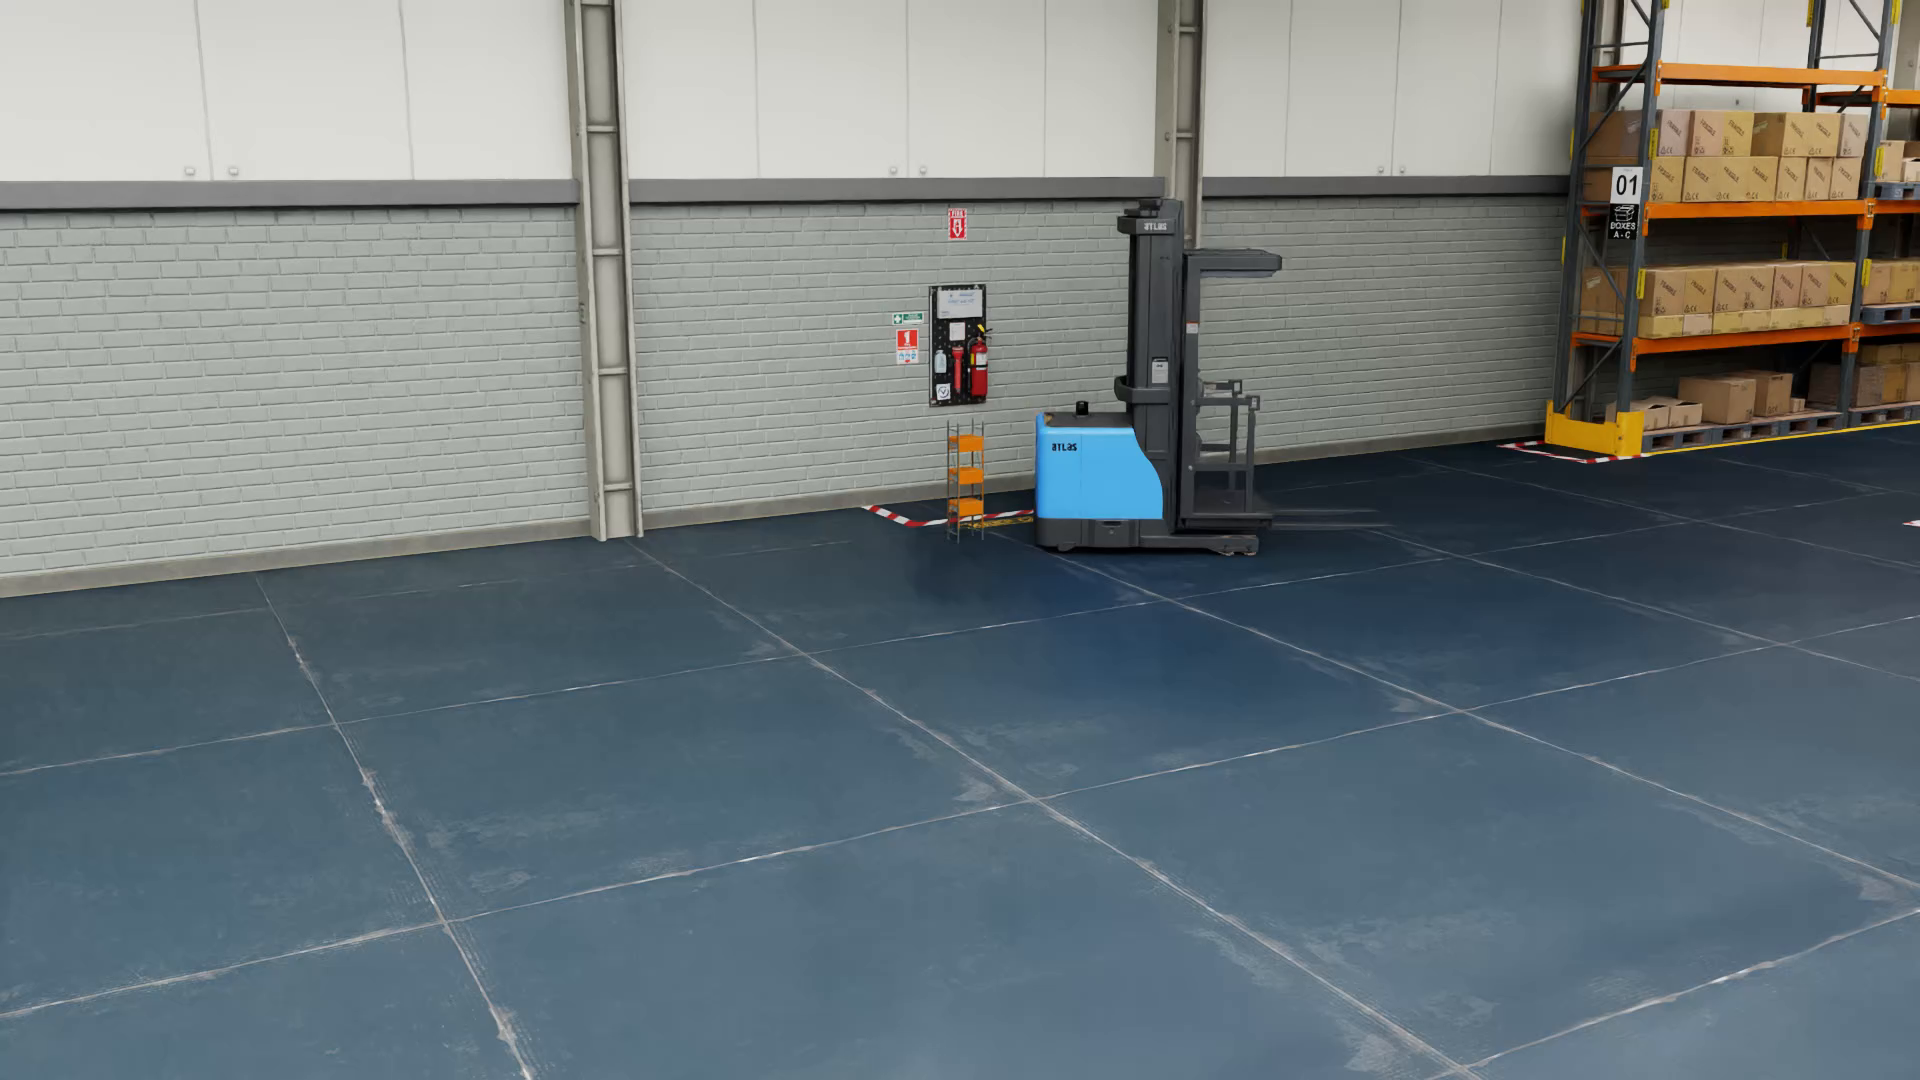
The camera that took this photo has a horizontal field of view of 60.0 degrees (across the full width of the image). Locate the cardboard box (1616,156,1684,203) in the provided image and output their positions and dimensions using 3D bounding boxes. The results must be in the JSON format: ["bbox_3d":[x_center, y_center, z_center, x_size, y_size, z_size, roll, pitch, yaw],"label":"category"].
[{"bbox_3d":[7.697,-4.033,18.592,0.500,0.500,0.500,-6,14,-26],"label":"cardboard box"}]

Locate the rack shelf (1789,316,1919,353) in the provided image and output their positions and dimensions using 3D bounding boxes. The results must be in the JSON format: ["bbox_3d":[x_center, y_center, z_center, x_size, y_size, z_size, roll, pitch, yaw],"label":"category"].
[{"bbox_3d":[12.550,-2.804,21.876,4.000,0.370,1.077,-7,14,-28],"label":"rack shelf"}]

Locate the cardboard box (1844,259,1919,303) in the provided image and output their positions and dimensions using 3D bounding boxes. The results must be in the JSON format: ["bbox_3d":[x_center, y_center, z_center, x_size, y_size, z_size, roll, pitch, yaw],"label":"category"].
[{"bbox_3d":[11.752,-3.313,21.267,0.500,0.500,0.700,-5,14,-22],"label":"cardboard box"}]

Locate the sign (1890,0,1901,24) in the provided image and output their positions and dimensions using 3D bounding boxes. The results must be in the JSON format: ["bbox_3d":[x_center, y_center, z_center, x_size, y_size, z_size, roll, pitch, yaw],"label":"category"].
[{"bbox_3d":[11.039,-6.259,19.619,0.005,0.325,0.100,-7,14,-28],"label":"sign"}]

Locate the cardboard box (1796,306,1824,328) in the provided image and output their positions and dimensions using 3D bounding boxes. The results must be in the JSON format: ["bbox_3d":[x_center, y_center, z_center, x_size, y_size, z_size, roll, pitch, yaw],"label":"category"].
[{"bbox_3d":[10.083,-2.722,20.170,0.500,0.250,0.500,-7,14,-28],"label":"cardboard box"}]

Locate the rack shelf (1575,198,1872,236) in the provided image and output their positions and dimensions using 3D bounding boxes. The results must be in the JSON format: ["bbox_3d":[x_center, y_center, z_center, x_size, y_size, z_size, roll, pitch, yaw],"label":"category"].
[{"bbox_3d":[9.039,-3.847,19.677,4.000,0.370,1.077,-7,14,-28],"label":"rack shelf"}]

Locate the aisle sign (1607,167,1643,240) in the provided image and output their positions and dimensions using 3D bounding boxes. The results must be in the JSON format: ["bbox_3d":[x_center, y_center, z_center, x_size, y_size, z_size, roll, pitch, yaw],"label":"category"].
[{"bbox_3d":[7.365,-3.727,18.417,0.004,0.787,0.394,-7,14,-28],"label":"aisle sign"}]

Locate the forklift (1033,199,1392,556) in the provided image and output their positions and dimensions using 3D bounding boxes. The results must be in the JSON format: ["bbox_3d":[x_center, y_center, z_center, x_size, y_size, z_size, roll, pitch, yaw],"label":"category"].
[{"bbox_3d":[2.166,-1.415,14.220,3.031,2.935,1.130,0,13,1],"label":"forklift"}]

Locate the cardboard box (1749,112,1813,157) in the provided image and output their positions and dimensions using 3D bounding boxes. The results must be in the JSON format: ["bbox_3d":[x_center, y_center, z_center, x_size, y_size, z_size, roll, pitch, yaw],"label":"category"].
[{"bbox_3d":[9.556,-4.733,19.425,0.500,0.500,0.500,-7,15,-30],"label":"cardboard box"}]

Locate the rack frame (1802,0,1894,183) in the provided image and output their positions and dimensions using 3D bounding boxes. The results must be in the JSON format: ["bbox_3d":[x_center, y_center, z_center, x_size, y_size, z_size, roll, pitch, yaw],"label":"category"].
[{"bbox_3d":[10.795,-5.872,20.204,0.127,3.000,1.000,-7,14,-28],"label":"rack frame"}]

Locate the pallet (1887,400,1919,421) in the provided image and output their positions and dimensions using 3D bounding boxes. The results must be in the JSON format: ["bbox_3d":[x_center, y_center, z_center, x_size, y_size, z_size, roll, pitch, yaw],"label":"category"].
[{"bbox_3d":[12.550,-1.796,22.108,1.213,0.211,1.003,-7,14,-28],"label":"pallet"}]

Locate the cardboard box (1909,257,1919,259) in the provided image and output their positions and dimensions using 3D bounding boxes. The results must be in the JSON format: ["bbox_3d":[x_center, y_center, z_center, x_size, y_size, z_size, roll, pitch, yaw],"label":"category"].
[{"bbox_3d":[12.815,-3.442,21.843,0.500,0.500,0.700,-7,14,-28],"label":"cardboard box"}]

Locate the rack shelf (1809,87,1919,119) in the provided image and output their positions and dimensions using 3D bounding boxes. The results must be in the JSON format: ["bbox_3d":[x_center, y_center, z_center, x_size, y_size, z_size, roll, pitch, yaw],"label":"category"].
[{"bbox_3d":[12.550,-5.536,21.262,4.000,0.370,1.077,-7,14,-28],"label":"rack shelf"}]

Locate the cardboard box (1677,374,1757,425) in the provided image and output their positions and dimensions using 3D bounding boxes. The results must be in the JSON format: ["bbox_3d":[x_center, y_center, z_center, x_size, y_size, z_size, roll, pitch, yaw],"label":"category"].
[{"bbox_3d":[9.103,-1.702,20.032,0.500,0.500,0.700,-8,15,-31],"label":"cardboard box"}]

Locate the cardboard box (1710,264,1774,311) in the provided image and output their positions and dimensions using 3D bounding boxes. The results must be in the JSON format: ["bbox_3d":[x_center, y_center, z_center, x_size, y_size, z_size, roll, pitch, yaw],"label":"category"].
[{"bbox_3d":[9.190,-2.979,19.600,0.500,0.500,0.500,-6,14,-26],"label":"cardboard box"}]

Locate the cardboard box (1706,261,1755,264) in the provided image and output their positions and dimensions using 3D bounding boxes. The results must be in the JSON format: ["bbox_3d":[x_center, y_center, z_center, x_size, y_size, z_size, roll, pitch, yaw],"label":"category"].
[{"bbox_3d":[9.386,-3.133,20.287,0.500,0.500,0.500,-6,14,-26],"label":"cardboard box"}]

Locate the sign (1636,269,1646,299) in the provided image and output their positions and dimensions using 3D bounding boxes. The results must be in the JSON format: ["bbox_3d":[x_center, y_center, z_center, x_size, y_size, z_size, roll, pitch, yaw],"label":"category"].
[{"bbox_3d":[7.544,-2.842,18.433,0.005,0.325,0.100,-7,14,-28],"label":"sign"}]

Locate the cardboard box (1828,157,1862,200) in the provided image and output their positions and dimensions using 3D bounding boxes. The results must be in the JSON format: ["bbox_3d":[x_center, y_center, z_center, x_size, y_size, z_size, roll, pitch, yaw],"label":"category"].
[{"bbox_3d":[10.468,-4.366,20.071,0.500,0.500,0.500,-6,14,-26],"label":"cardboard box"}]

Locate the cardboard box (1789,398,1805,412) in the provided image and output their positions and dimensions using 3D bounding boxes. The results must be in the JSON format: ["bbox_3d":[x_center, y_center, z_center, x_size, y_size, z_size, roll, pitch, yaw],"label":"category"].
[{"bbox_3d":[10.340,-1.715,20.849,0.250,0.166,0.380,-9,16,-35],"label":"cardboard box"}]

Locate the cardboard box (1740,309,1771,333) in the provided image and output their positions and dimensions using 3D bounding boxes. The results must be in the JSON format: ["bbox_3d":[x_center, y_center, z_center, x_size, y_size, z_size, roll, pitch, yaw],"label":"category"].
[{"bbox_3d":[9.208,-2.613,19.685,0.500,0.250,0.500,-7,14,-27],"label":"cardboard box"}]

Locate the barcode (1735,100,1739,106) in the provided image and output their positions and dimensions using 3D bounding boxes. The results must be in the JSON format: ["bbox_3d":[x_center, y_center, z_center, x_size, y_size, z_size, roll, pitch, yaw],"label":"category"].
[{"bbox_3d":[9.369,-5.272,20.043,0.075,0.075,0.001,-7,14,-28],"label":"barcode"}]

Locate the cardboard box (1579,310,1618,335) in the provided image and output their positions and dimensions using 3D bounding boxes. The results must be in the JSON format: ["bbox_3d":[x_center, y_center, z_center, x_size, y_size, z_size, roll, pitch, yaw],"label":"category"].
[{"bbox_3d":[7.601,-2.547,19.391,0.500,0.250,0.500,-7,14,-27],"label":"cardboard box"}]

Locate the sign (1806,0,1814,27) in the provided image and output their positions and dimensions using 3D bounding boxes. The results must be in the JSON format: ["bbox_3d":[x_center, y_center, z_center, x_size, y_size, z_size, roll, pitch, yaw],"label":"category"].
[{"bbox_3d":[10.524,-6.511,20.556,0.005,0.325,0.100,-7,14,-28],"label":"sign"}]

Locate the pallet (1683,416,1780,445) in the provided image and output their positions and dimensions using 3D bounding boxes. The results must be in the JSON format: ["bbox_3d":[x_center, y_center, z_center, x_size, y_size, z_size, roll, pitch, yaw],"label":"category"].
[{"bbox_3d":[9.150,-1.378,20.250,1.213,0.211,1.003,-7,14,-28],"label":"pallet"}]

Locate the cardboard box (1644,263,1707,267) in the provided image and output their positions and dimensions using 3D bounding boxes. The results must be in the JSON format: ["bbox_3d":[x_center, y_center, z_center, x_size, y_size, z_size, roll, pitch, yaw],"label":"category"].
[{"bbox_3d":[8.494,-3.023,19.799,0.500,0.500,0.500,-7,15,-29],"label":"cardboard box"}]

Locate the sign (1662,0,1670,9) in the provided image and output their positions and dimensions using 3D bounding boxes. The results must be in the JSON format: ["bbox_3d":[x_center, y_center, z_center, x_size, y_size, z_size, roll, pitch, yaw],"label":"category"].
[{"bbox_3d":[7.544,-5.841,17.758,0.005,0.325,0.100,-7,14,-28],"label":"sign"}]

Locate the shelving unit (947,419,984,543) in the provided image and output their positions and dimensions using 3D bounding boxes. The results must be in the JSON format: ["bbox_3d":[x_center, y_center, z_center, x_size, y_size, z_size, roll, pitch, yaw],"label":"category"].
[{"bbox_3d":[0.047,-0.518,14.519,0.252,1.050,0.215,-7,14,-28],"label":"shelving unit"}]

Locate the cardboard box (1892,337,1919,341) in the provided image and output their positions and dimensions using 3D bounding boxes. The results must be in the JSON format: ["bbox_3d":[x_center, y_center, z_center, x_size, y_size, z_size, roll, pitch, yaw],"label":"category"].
[{"bbox_3d":[12.719,-2.538,22.037,0.500,0.250,0.500,-7,14,-28],"label":"cardboard box"}]

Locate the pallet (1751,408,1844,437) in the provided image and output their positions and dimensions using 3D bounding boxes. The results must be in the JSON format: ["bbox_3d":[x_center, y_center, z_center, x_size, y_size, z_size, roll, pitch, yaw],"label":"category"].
[{"bbox_3d":[10.222,-1.507,20.824,1.213,0.211,1.003,-7,14,-28],"label":"pallet"}]

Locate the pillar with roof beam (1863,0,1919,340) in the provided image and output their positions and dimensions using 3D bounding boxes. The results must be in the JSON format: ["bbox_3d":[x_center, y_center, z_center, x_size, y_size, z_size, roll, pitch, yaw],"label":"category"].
[{"bbox_3d":[14.813,-5.493,18.520,0.400,9.000,9.100,-7,14,-28],"label":"pillar with roof beam"}]

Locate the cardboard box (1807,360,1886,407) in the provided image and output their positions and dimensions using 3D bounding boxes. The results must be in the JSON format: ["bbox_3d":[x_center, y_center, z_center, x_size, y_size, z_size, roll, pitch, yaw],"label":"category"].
[{"bbox_3d":[11.433,-2.021,21.447,0.500,0.500,0.700,-6,14,-26],"label":"cardboard box"}]

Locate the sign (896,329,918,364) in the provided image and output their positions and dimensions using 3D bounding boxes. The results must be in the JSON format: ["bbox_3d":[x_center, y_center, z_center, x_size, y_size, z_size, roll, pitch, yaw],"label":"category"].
[{"bbox_3d":[-0.505,-1.860,15.959,0.234,0.329,0.001,-7,14,-28],"label":"sign"}]

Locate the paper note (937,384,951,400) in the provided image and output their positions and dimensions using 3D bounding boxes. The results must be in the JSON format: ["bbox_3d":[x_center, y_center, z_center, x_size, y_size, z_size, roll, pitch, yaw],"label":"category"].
[{"bbox_3d":[-0.158,-1.445,16.206,0.142,0.148,0.016,-7,14,-28],"label":"paper note"}]

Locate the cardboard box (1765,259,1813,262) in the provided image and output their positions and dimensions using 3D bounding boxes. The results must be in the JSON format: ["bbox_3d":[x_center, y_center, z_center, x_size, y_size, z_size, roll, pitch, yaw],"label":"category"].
[{"bbox_3d":[10.282,-3.238,20.754,0.500,0.500,0.500,-7,15,-29],"label":"cardboard box"}]

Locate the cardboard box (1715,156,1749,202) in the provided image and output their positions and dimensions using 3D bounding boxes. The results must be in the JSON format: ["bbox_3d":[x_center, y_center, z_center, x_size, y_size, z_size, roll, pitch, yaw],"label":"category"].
[{"bbox_3d":[8.640,-4.138,19.059,0.500,0.500,0.500,-6,14,-25],"label":"cardboard box"}]

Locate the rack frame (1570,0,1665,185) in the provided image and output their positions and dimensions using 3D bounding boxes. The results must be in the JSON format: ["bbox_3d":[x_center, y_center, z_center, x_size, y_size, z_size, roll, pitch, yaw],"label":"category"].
[{"bbox_3d":[7.284,-5.451,18.334,0.127,3.000,1.000,-7,14,-28],"label":"rack frame"}]

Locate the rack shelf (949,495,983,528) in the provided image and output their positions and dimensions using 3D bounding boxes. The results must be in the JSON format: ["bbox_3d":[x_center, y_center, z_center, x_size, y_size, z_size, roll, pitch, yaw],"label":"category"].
[{"bbox_3d":[0.047,-0.236,14.582,0.240,0.259,0.215,-7,14,-28],"label":"rack shelf"}]

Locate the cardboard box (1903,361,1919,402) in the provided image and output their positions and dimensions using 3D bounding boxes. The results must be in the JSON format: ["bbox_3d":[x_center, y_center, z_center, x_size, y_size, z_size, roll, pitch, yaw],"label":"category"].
[{"bbox_3d":[12.330,-2.131,21.935,0.500,0.500,0.700,-7,14,-27],"label":"cardboard box"}]

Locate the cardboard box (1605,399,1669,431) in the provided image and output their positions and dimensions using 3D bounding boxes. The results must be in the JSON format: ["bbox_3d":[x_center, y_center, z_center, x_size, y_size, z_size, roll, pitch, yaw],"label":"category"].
[{"bbox_3d":[7.934,-1.482,19.486,0.500,0.311,0.500,-9,15,-34],"label":"cardboard box"}]

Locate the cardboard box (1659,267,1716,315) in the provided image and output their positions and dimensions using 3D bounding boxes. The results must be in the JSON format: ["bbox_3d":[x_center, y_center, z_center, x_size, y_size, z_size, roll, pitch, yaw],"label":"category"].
[{"bbox_3d":[8.286,-2.869,19.113,0.500,0.500,0.500,-7,14,-28],"label":"cardboard box"}]

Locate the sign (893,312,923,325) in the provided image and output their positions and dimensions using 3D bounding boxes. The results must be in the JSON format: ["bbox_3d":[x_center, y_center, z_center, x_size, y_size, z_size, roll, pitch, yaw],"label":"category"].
[{"bbox_3d":[-0.496,-2.117,15.896,0.331,0.109,0.001,-7,14,-28],"label":"sign"}]

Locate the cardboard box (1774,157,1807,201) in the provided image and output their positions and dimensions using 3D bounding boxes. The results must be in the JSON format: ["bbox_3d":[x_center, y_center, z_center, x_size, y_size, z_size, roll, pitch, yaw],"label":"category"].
[{"bbox_3d":[9.552,-4.250,19.555,0.500,0.500,0.500,-7,15,-30],"label":"cardboard box"}]

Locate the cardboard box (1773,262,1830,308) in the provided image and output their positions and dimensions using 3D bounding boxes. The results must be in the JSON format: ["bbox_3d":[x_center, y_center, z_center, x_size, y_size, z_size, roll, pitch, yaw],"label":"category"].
[{"bbox_3d":[10.093,-3.084,20.070,0.500,0.500,0.500,-7,14,-28],"label":"cardboard box"}]

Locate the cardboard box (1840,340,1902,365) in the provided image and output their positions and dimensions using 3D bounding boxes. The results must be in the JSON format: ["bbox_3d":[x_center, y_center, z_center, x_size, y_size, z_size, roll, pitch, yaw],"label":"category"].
[{"bbox_3d":[11.818,-2.433,21.573,0.500,0.250,0.500,-7,15,-29],"label":"cardboard box"}]

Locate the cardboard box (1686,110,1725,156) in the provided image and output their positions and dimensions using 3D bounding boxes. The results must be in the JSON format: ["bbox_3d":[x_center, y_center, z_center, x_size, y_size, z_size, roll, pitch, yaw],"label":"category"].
[{"bbox_3d":[8.203,-4.570,18.704,0.500,0.500,0.500,-7,14,-29],"label":"cardboard box"}]

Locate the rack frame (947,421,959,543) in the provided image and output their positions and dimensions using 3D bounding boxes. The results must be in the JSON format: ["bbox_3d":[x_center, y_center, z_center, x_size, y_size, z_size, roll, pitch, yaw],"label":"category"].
[{"bbox_3d":[-0.060,-0.505,14.462,0.008,1.050,0.200,-7,14,-28],"label":"rack frame"}]

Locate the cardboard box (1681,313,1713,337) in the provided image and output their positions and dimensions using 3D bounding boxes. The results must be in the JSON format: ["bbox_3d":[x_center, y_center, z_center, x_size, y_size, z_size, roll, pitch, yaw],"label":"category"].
[{"bbox_3d":[8.313,-2.508,19.218,0.500,0.250,0.500,-7,15,-30],"label":"cardboard box"}]

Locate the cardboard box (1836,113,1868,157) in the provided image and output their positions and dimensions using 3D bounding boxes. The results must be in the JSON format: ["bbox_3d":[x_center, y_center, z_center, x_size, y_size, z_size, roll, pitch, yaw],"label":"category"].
[{"bbox_3d":[10.485,-4.850,19.944,0.500,0.500,0.500,-8,15,-33],"label":"cardboard box"}]

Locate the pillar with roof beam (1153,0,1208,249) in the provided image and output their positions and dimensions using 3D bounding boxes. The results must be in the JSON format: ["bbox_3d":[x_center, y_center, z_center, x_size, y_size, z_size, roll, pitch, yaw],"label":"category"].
[{"bbox_3d":[4.280,-4.230,12.911,0.400,9.000,9.100,-7,14,-28],"label":"pillar with roof beam"}]

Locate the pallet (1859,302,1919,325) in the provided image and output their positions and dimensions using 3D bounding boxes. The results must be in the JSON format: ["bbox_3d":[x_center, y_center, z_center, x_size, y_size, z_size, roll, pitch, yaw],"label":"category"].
[{"bbox_3d":[11.535,-2.904,21.116,1.213,0.211,1.003,-7,14,-28],"label":"pallet"}]

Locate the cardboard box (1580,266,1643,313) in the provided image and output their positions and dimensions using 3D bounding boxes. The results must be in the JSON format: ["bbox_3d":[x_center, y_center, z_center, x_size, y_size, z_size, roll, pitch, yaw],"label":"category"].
[{"bbox_3d":[7.596,-2.917,19.327,0.500,0.500,0.500,-7,14,-28],"label":"cardboard box"}]

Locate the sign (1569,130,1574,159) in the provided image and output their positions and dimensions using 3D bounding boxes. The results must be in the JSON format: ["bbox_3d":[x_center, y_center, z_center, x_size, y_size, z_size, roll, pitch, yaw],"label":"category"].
[{"bbox_3d":[7.036,-4.528,19.051,0.005,0.325,0.100,-7,14,-28],"label":"sign"}]

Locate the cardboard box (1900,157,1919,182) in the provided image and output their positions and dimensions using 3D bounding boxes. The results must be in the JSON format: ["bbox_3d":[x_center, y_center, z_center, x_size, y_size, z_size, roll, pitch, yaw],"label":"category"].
[{"bbox_3d":[11.854,-4.676,20.972,0.500,0.311,0.500,-6,14,-26],"label":"cardboard box"}]
